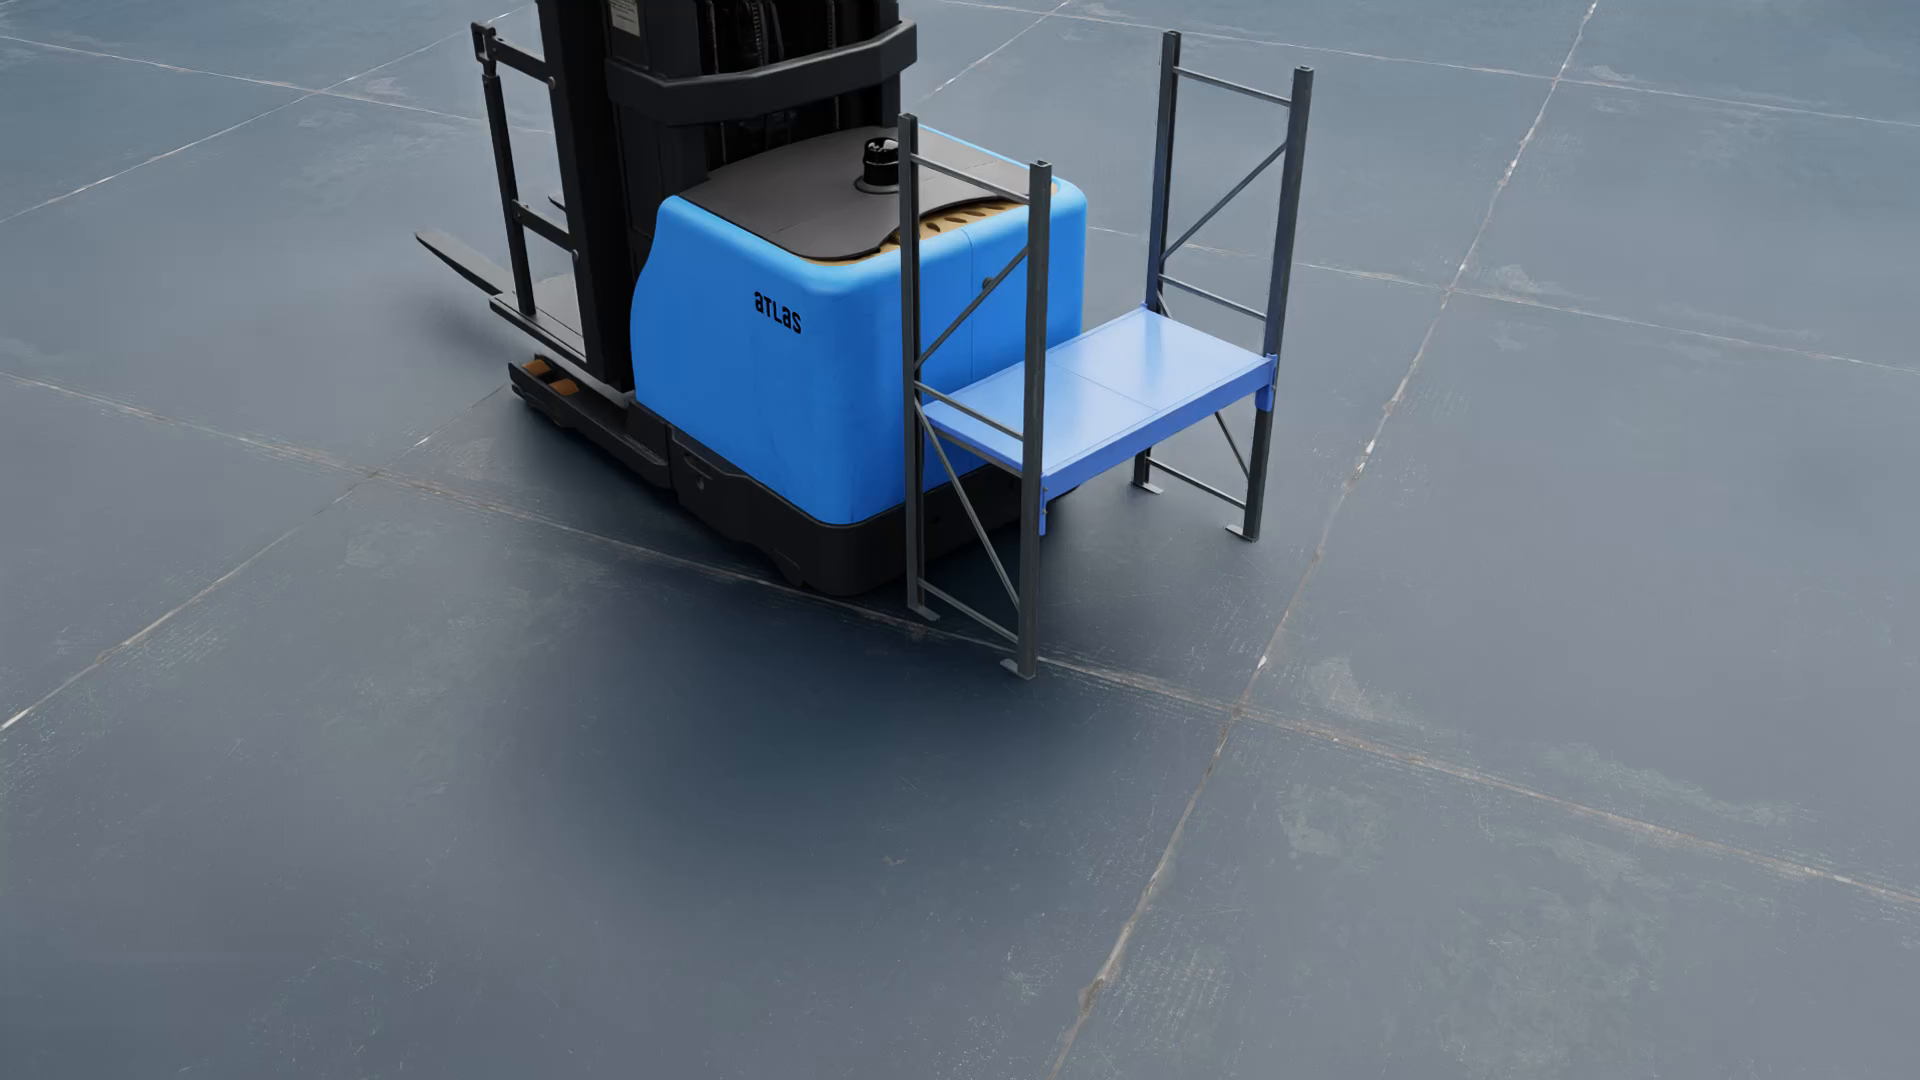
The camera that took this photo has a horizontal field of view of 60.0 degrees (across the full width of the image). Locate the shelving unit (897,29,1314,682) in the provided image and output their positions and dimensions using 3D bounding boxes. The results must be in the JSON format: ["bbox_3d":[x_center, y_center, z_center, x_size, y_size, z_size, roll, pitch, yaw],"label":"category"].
[{"bbox_3d":[0.394,-0.528,4.688,1.048,1.500,0.538,-28,42,-35],"label":"shelving unit"}]

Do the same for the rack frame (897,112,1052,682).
[{"bbox_3d":[0.028,-0.335,4.392,0.032,1.500,0.500,-28,42,-35],"label":"rack frame"}]

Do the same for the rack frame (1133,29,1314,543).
[{"bbox_3d":[0.760,-0.722,4.983,0.032,1.500,0.500,-28,42,-35],"label":"rack frame"}]

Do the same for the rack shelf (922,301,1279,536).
[{"bbox_3d":[0.394,-0.378,4.786,1.000,0.185,0.538,-28,42,-35],"label":"rack shelf"}]

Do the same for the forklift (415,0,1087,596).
[{"bbox_3d":[-0.961,-1.788,5.304,1.130,2.935,3.031,-26,41,-34],"label":"forklift"}]
